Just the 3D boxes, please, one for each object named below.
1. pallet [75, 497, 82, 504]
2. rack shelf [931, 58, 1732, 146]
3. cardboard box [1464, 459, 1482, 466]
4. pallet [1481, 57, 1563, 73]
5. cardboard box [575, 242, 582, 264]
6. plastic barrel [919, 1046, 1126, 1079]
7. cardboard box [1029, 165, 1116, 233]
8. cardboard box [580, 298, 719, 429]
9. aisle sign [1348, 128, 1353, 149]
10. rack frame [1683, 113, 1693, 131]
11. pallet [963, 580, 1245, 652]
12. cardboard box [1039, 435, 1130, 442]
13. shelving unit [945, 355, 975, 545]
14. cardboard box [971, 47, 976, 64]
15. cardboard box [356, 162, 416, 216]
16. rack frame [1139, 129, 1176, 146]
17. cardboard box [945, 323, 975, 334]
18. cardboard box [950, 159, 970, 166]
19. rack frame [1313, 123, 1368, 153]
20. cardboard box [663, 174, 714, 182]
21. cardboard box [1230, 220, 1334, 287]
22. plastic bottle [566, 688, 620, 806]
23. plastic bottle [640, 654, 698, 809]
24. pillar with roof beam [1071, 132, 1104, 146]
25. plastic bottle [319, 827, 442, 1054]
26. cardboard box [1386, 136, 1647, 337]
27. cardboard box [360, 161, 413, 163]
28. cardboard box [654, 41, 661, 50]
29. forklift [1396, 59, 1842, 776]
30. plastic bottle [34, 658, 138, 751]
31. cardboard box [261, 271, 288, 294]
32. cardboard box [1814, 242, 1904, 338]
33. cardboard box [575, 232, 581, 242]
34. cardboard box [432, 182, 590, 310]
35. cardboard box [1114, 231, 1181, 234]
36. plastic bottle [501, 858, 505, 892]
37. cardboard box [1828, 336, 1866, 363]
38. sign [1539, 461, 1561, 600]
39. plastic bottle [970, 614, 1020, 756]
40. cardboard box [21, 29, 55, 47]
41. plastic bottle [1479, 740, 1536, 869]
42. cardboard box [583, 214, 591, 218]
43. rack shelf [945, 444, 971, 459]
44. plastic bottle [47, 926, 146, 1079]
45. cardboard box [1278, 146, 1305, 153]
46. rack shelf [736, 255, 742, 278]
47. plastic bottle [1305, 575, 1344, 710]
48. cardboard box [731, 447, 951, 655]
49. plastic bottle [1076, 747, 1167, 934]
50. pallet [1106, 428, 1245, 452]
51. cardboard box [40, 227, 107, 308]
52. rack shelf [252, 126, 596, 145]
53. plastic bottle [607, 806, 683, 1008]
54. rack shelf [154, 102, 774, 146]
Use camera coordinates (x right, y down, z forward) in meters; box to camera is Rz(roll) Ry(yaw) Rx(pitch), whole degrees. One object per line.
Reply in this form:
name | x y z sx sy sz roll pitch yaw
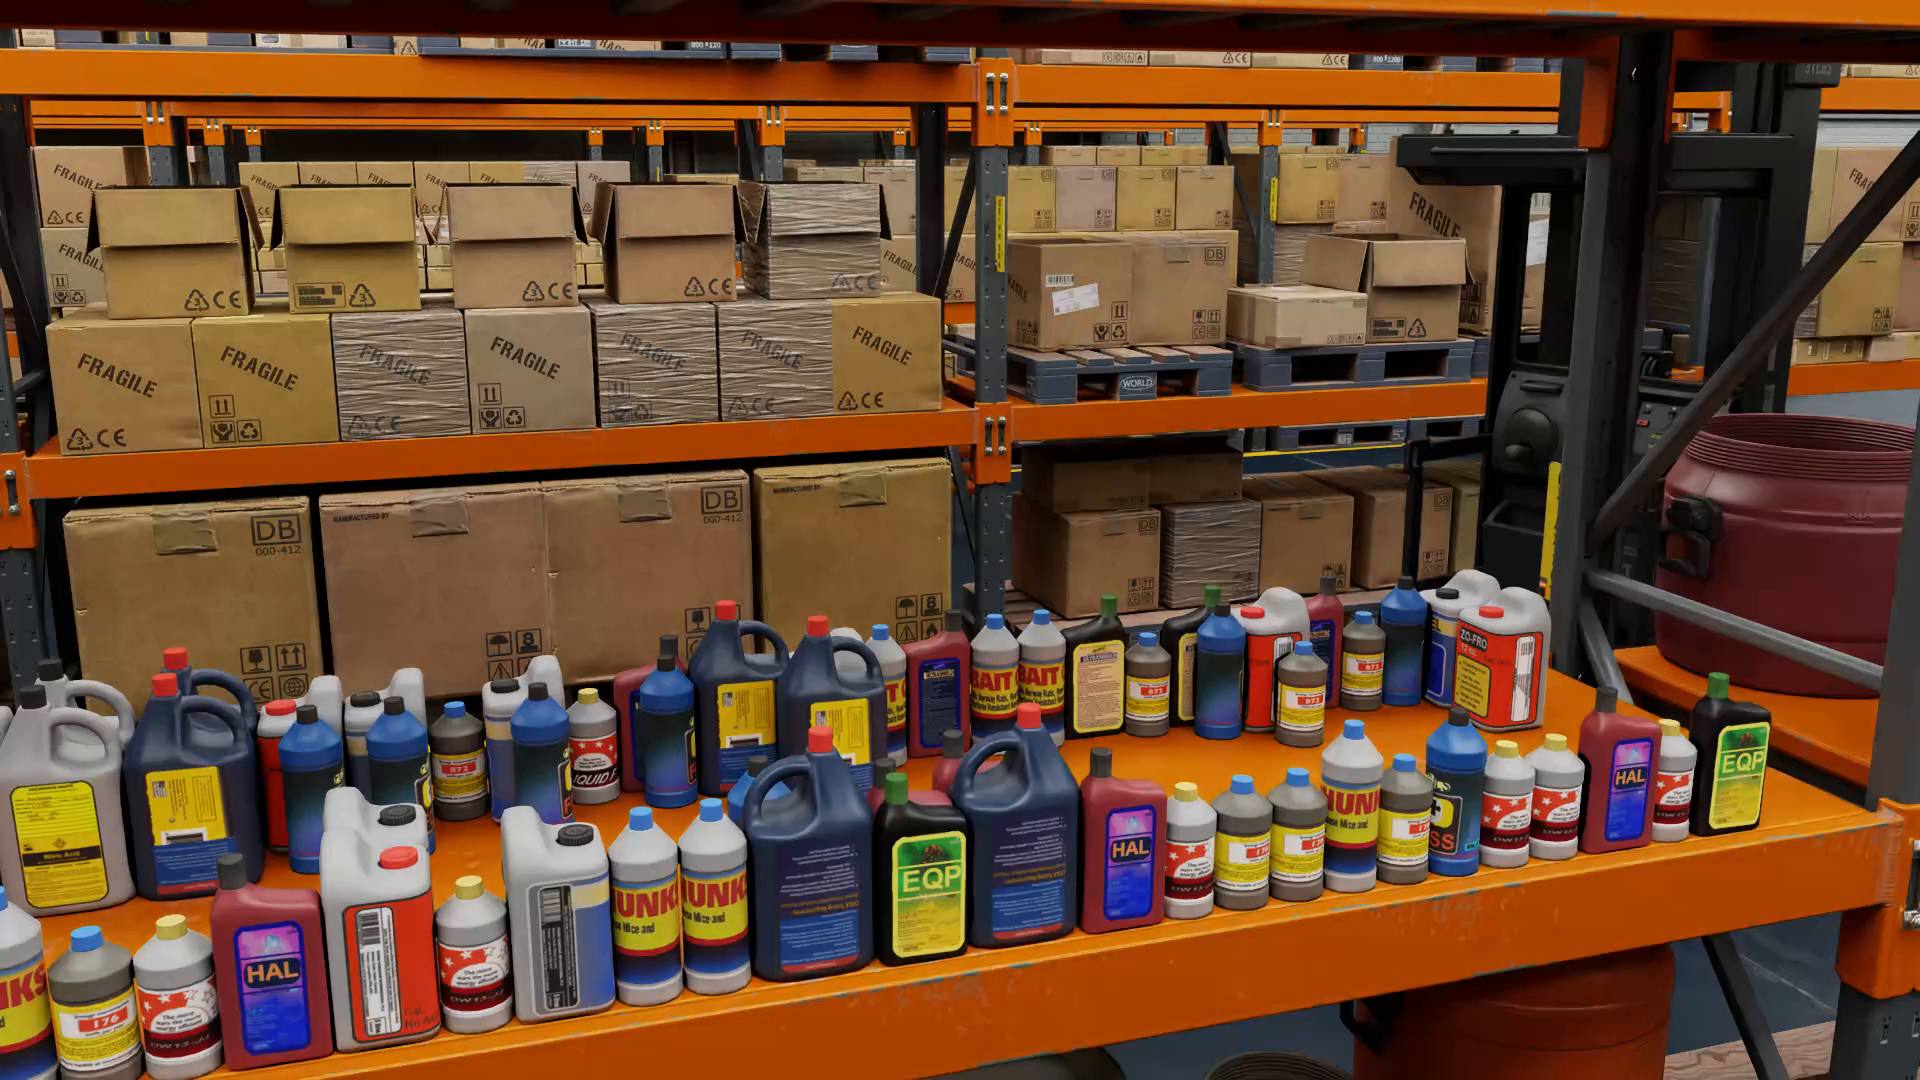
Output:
pallet | -5.907 -0.287 11.395 1.213 0.211 1.003 -4 14 -18
rack shelf | 1.891 -2.158 8.306 4.000 0.370 1.077 -4 14 -18
cardboard box | 3.198 -0.154 9.258 0.500 0.500 0.700 -6 14 -22
pallet | 3.168 -2.542 8.772 1.003 0.211 1.213 -4 14 -18
cardboard box | -2.788 -2.011 11.606 0.250 0.149 0.380 -5 14 -18
plastic barrel | 0.047 1.277 3.095 0.708 0.588 0.600 -4 14 -18
cardboard box | 0.866 -2.713 13.190 0.500 0.500 0.700 -4 14 -18
cardboard box | -1.358 -0.784 7.243 0.500 0.500 0.500 -5 14 -20
aisle sign | 4.569 -4.871 19.020 0.004 0.787 0.394 -4 14 -18
rack frame | 6.092 -2.587 15.036 0.127 3.000 1.000 -4 14 -18
pallet | 0.737 0.398 8.513 1.213 0.211 1.003 -4 14 -18
cardboard box | 0.826 -1.266 13.435 0.750 0.750 1.050 -4 14 -18
shelving unit | 0.014 -0.585 10.508 0.189 1.200 0.258 -4 14 -18
cardboard box | 0.368 -2.376 7.993 0.500 0.250 0.500 -4 14 -18
cardboard box | -5.498 -3.364 15.927 0.500 0.500 0.500 -5 14 -19
rack frame | 2.831 -4.753 24.145 0.127 3.000 1.000 -4 14 -18
cardboard box | 0.130 -2.257 18.418 0.625 0.372 0.950 -4 14 -17
cardboard box | 0.068 -4.126 18.338 0.250 0.149 0.380 -5 14 -18
rack frame | 4.417 -3.665 19.569 0.127 3.000 1.000 -4 14 -18
cardboard box | -2.823 -3.567 17.390 0.500 0.500 0.500 -5 14 -20
cardboard box | 2.647 -2.394 13.903 0.550 0.550 0.875 -4 14 -18
plastic bottle | -0.672 0.371 3.029 0.097 0.201 0.097 0 13 0
plastic bottle | -0.527 0.341 3.007 0.097 0.271 0.097 0 13 0
pillar with roof beam | 3.256 -6.874 20.096 0.400 9.000 9.100 -4 14 -18
plastic bottle | -0.778 0.522 2.235 0.135 0.276 0.152 -4 14 -18
cardboard box | 2.989 -1.665 8.955 1.000 1.000 1.000 -4 14 -18
cardboard box | -5.638 -3.475 16.395 0.500 0.500 0.500 -4 14 -16
cardboard box | -1.951 -3.407 11.784 0.500 0.500 0.500 -4 14 -18
forklift | 2.267 -0.435 6.139 3.031 2.935 1.130 -10 16 -35
plastic bottle | -1.449 0.365 2.734 0.185 0.351 0.144 -4 14 -18
cardboard box | -4.501 -1.733 11.083 0.250 0.149 0.380 -4 14 -17
cardboard box | 4.718 -1.439 9.350 0.500 0.500 0.875 -4 14 -18
cardboard box | -2.778 -2.157 11.578 0.250 0.149 0.380 -4 14 -18
cardboard box | -1.954 -1.289 7.196 0.637 0.503 0.797 -4 14 -16
cardboard box | 1.413 -2.206 13.218 0.500 0.500 0.500 -5 14 -19
plastic bottle | -0.615 0.515 2.425 0.097 0.201 0.097 0 13 0
cardboard box | 4.790 -1.085 9.264 0.250 0.149 0.380 -4 14 -18
sign | 1.393 -0.014 3.869 0.005 0.325 0.100 -4 14 -18
plastic bottle | 0.068 0.280 3.264 0.097 0.271 0.097 0 13 0
cardboard box | -5.638 -3.241 10.548 0.500 0.250 0.500 -5 14 -21
plastic bottle | 0.902 0.434 2.766 0.097 0.201 0.097 0 13 0
cardboard box | -2.729 -2.319 12.261 0.250 0.149 0.380 -5 14 -20
rack shelf | 0.014 -0.542 10.519 0.180 0.103 0.258 -4 14 -18
plastic bottle | -1.098 0.590 2.111 0.097 0.201 0.097 0 13 0
cardboard box | 3.521 -4.224 18.897 0.500 0.500 0.700 -4 14 -18
rack shelf | -1.269 -2.872 17.791 4.000 0.370 1.077 -4 14 -18
plastic bottle | 0.736 0.217 3.500 0.133 0.283 0.061 -4 14 -18
cardboard box | -0.665 -0.025 7.952 0.875 0.875 1.225 -5 14 -21
plastic bottle | 0.245 0.450 2.522 0.133 0.283 0.061 -4 14 -18
pallet | 1.593 -0.862 13.809 1.213 0.211 1.003 -4 14 -18
cardboard box | -5.650 -1.797 10.856 0.500 0.500 0.500 -4 14 -18
rack shelf | -6.647 -5.125 20.778 4.000 0.370 1.077 -4 14 -18
plastic bottle | -0.439 0.504 2.318 0.097 0.271 0.097 0 13 0
rack shelf | -3.386 -2.958 11.670 4.000 0.370 1.077 -4 14 -18
